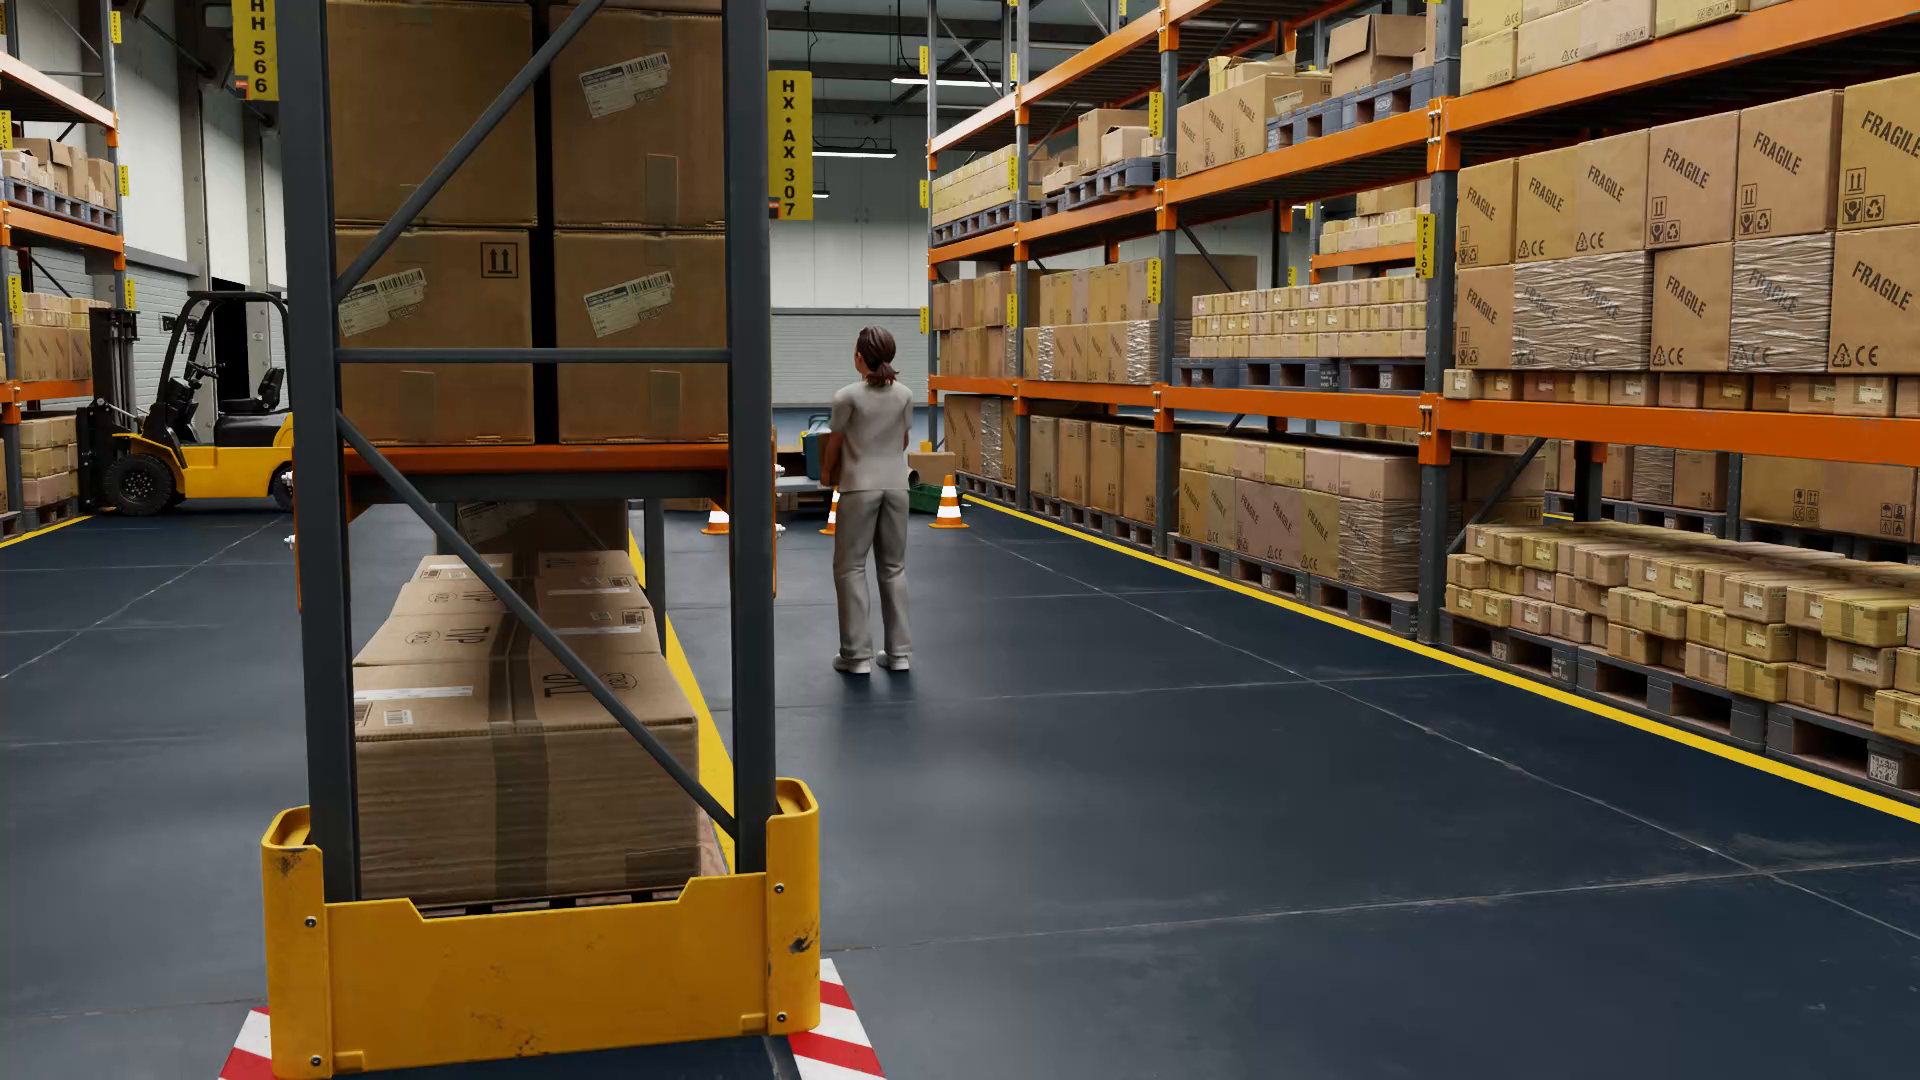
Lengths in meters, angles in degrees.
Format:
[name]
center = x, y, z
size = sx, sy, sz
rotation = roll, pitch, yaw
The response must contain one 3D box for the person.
[person]
center = -0.455, -0.202, 8.053
size = 0.438, 1.662, 0.549
rotation = -3, 7, -27
